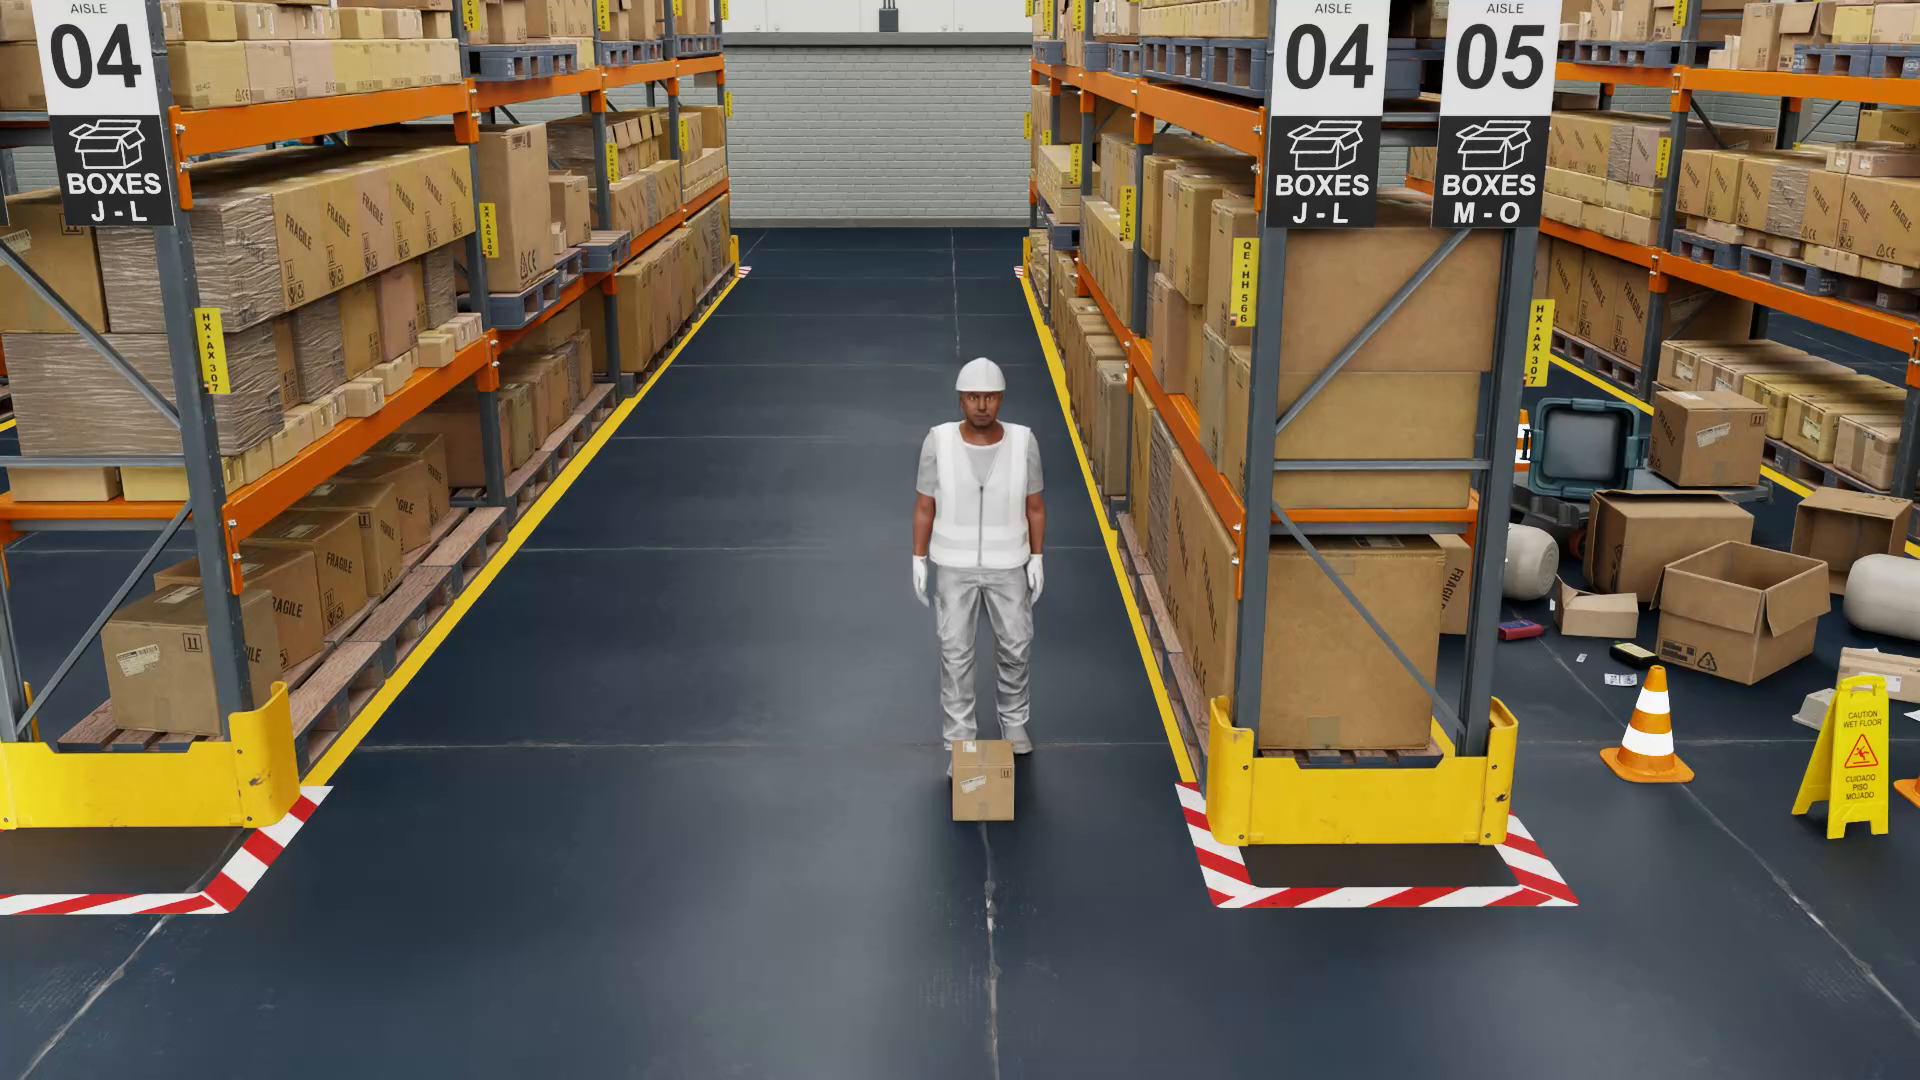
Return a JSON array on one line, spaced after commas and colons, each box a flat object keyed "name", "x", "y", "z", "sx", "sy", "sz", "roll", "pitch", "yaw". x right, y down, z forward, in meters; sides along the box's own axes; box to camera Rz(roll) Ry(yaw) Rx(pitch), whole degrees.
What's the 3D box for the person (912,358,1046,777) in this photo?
[{"name": "person", "x": 0.083, "y": 0.122, "z": 7.109, "sx": 0.571, "sy": 1.803, "sz": 0.618, "roll": 0, "pitch": 17, "yaw": -1}]
